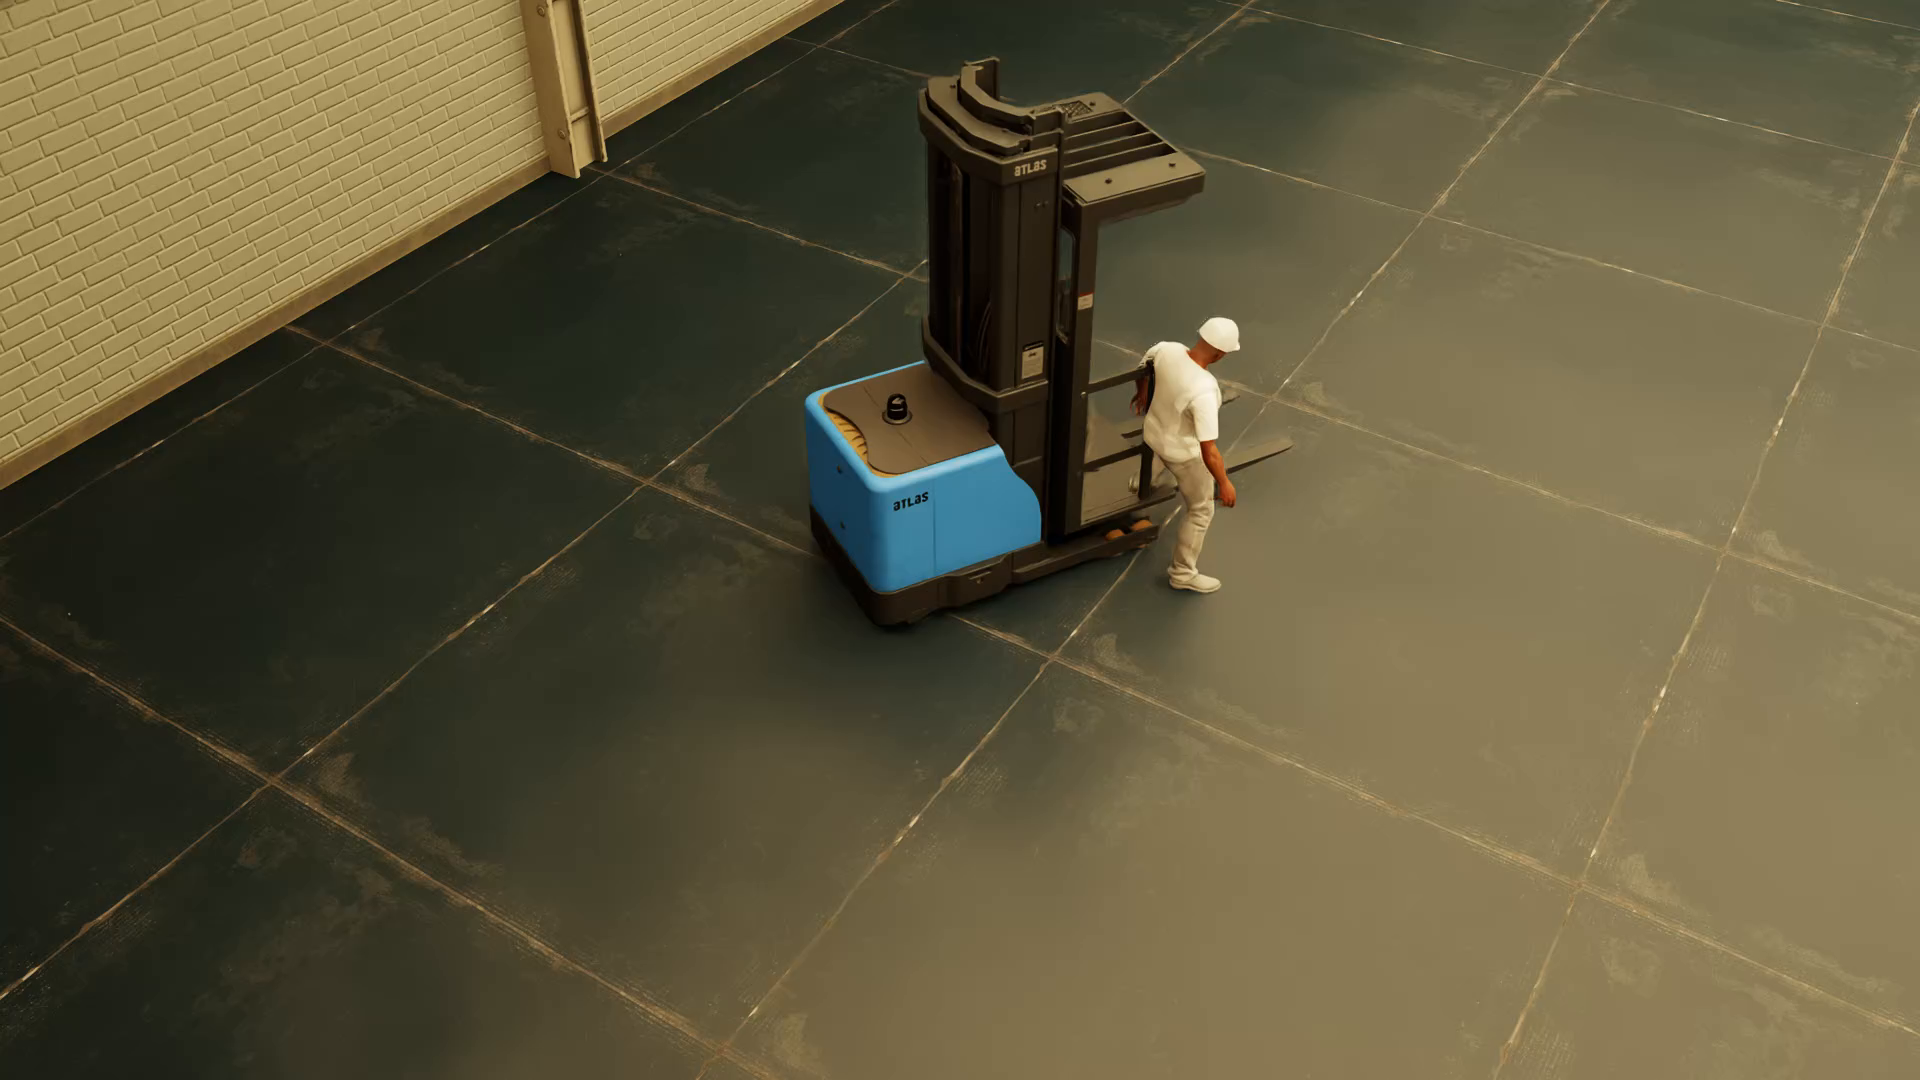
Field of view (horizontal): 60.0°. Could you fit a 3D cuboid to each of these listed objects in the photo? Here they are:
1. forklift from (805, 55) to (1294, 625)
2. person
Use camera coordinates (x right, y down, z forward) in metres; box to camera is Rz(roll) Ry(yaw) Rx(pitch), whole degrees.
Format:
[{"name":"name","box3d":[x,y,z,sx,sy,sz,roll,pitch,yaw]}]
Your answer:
[{"name":"forklift","box3d":[0.640,-1.301,9.503,3.031,2.935,1.130,-18,44,-21]},{"name":"person","box3d":[1.339,-0.570,9.595,0.492,1.713,0.963,-17,43,-19]}]
